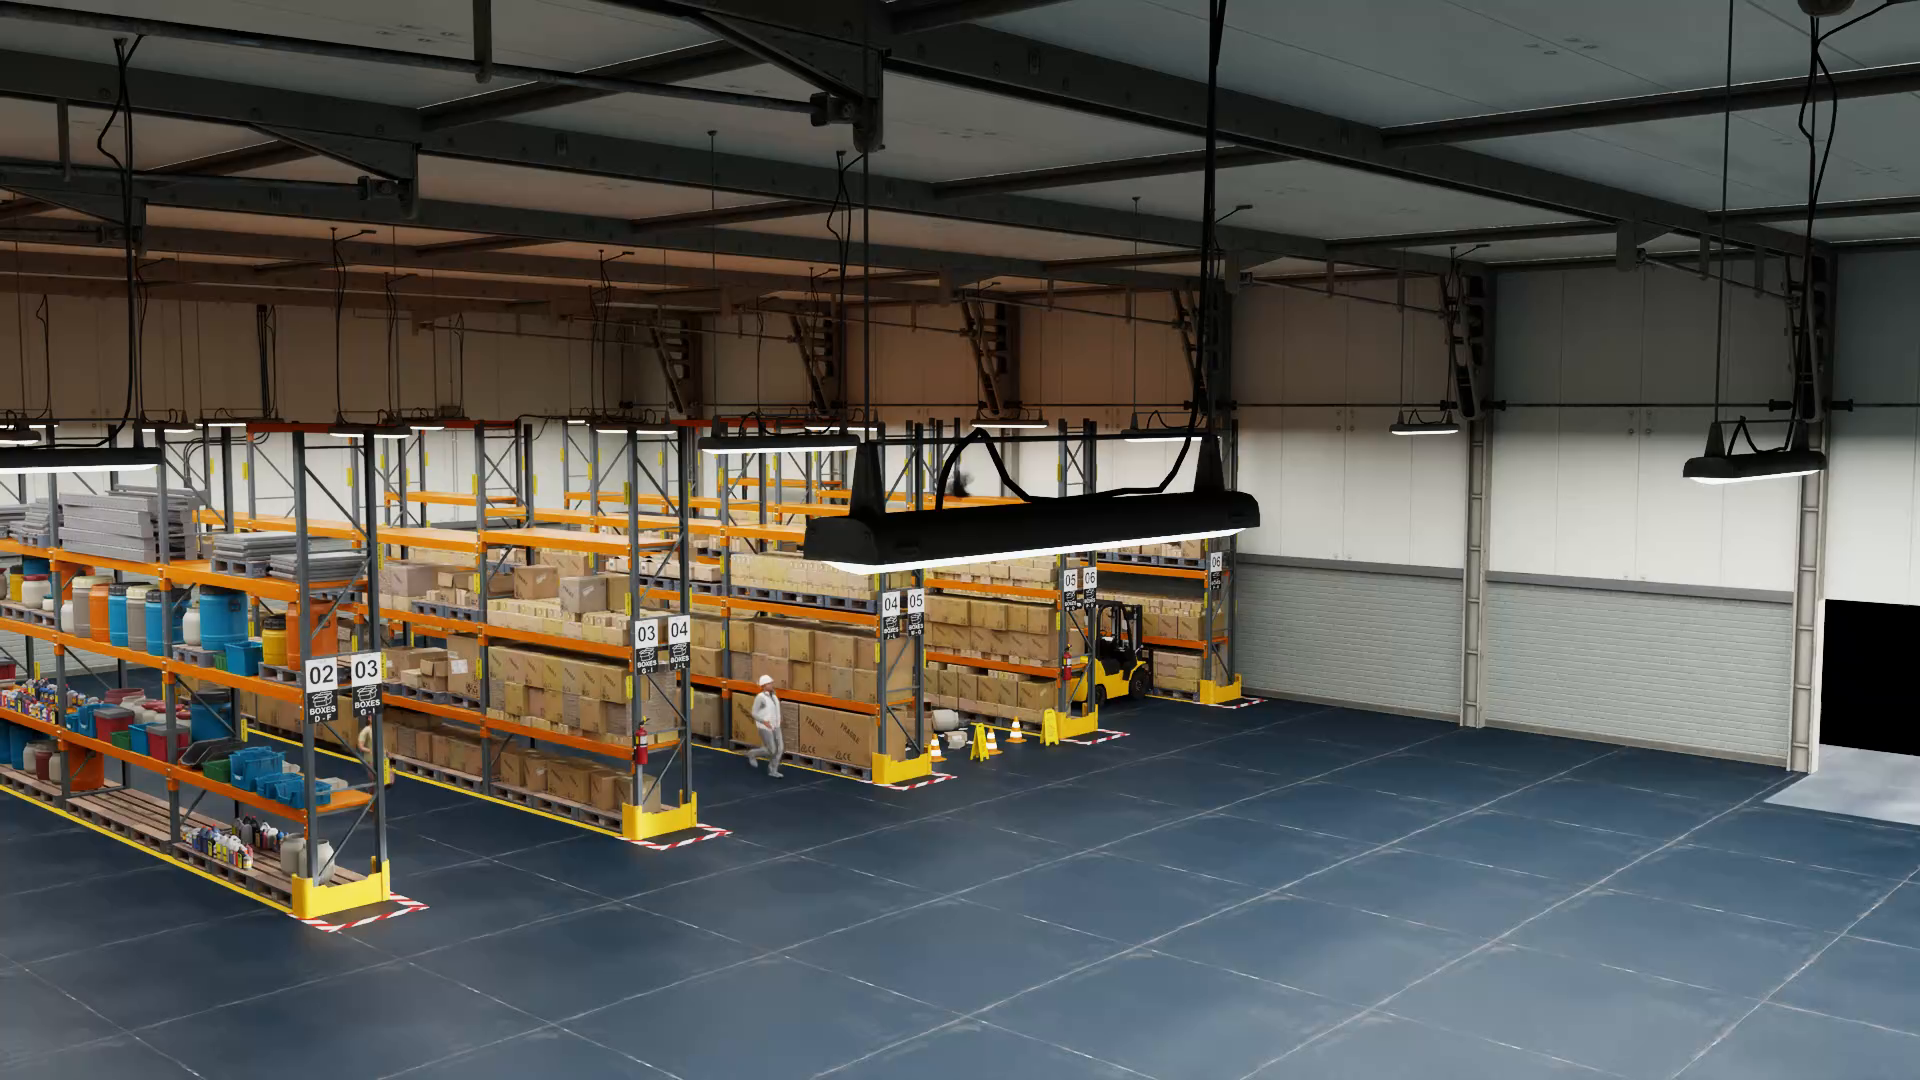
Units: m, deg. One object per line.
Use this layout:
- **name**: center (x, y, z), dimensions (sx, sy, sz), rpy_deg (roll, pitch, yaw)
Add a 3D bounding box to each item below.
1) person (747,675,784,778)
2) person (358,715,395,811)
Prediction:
- **person**: center (-3.282, 3.160, 28.278), dimensions (0.678, 1.731, 0.659), rpy_deg (3, 5, 30)
- **person**: center (-9.023, 3.418, 25.728), dimensions (0.542, 1.631, 0.576), rpy_deg (3, 6, 33)
